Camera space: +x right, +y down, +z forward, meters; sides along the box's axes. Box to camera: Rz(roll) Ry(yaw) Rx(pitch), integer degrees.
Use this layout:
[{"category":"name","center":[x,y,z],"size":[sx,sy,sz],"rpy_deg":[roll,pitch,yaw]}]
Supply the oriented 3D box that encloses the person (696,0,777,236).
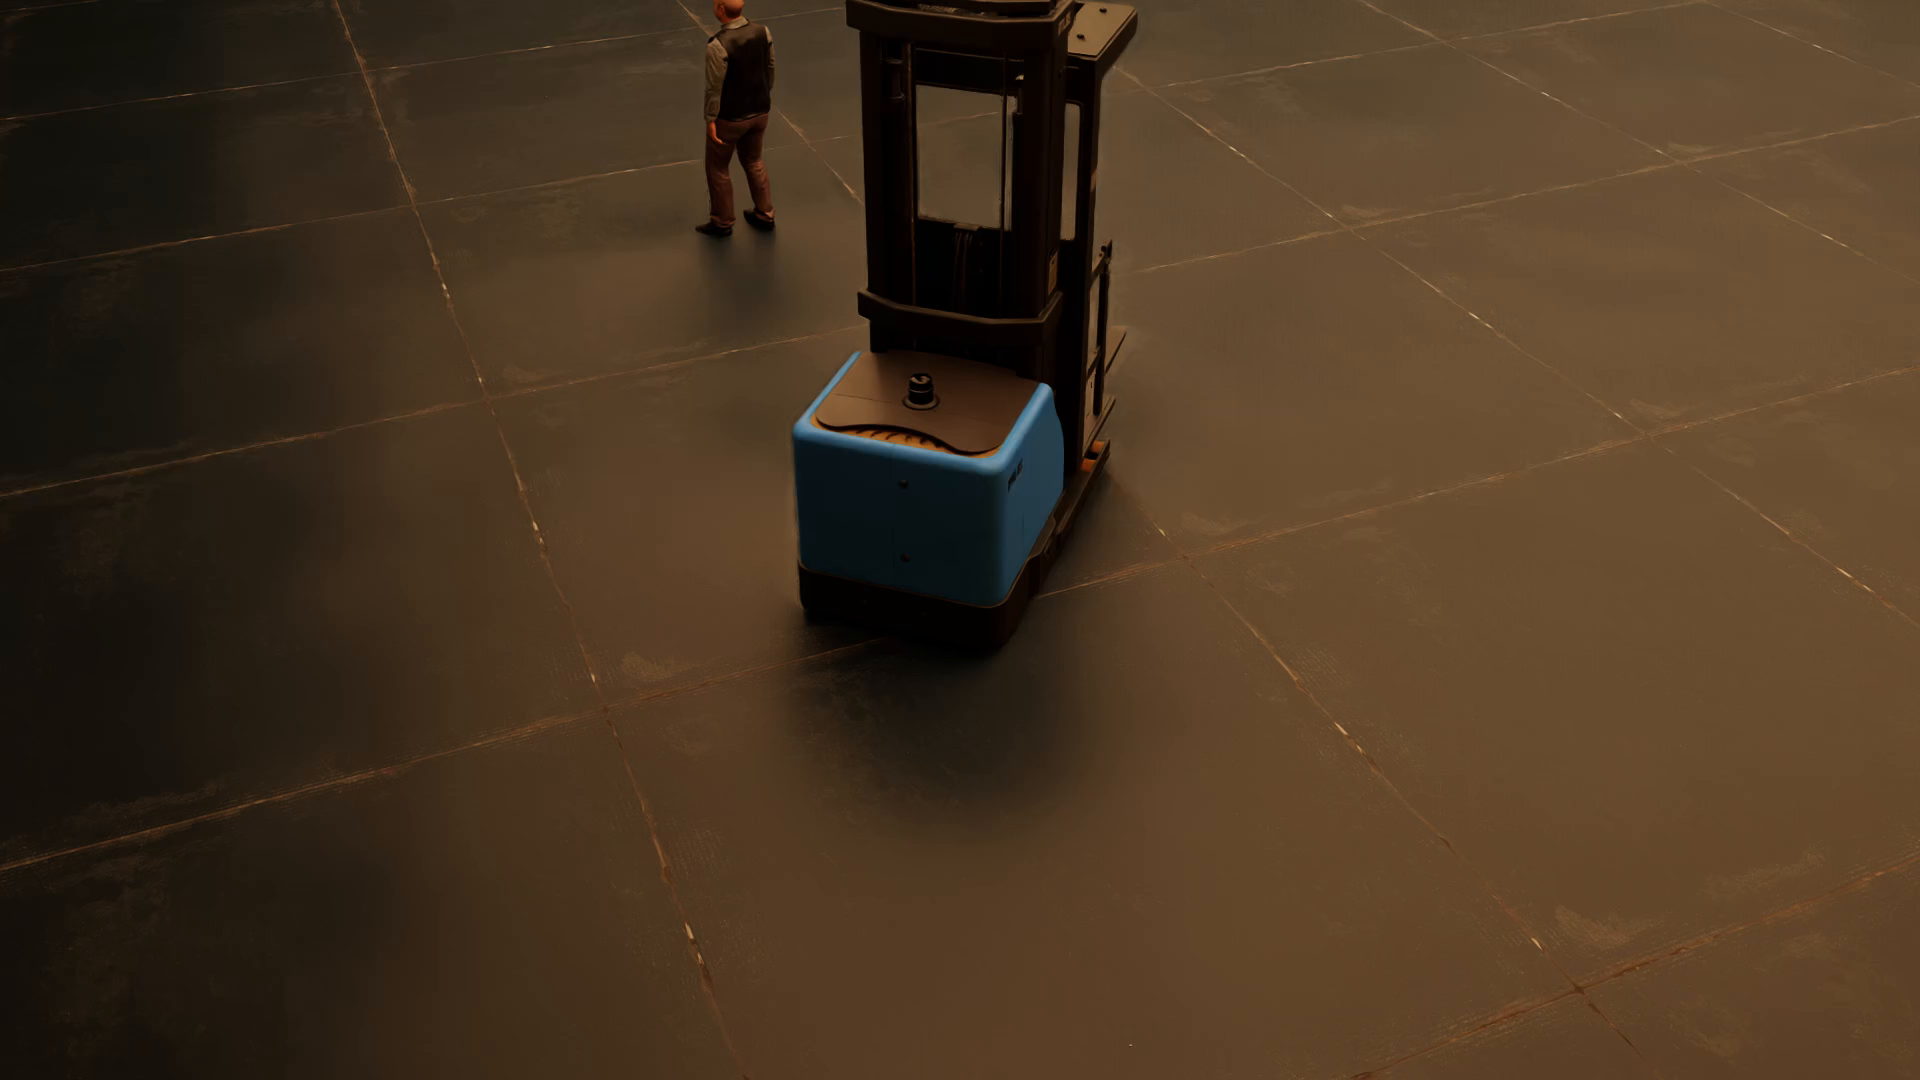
[{"category":"person","center":[-1.532,-2.882,11.227],"size":[0.509,1.748,0.614],"rpy_deg":[29,44,34]}]

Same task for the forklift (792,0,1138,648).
[{"category":"forklift","center":[0.187,-1.539,8.263],"size":[1.130,2.935,3.031],"rpy_deg":[11,37,16]}]
